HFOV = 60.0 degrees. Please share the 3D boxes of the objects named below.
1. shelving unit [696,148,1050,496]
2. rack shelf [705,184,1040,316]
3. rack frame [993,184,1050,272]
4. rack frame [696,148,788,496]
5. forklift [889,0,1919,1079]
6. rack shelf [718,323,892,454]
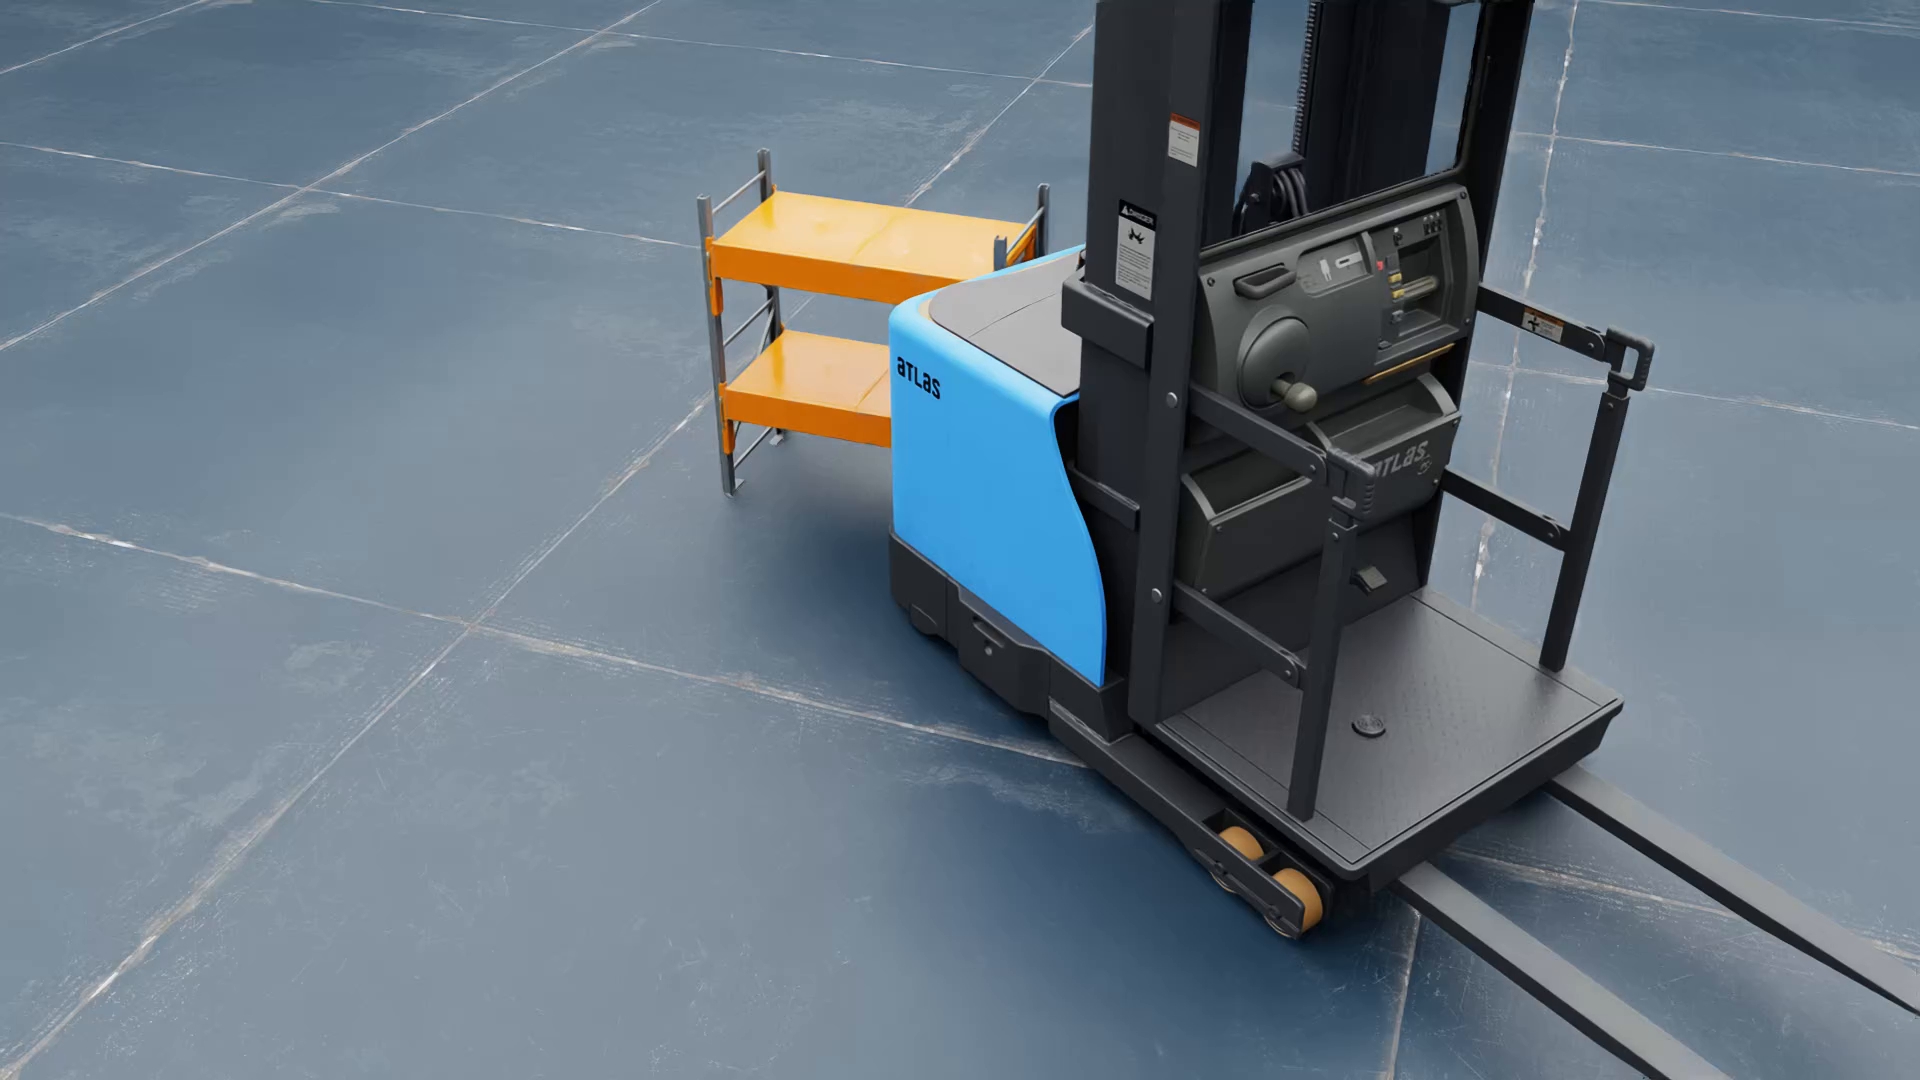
[{"bbox_3d":[-0.279,-0.669,5.749,1.048,1.125,0.538,11,34,16],"label":"shelving unit"},{"bbox_3d":[-0.279,-0.915,5.590,1.000,0.278,0.538,11,34,16],"label":"rack shelf"},{"bbox_3d":[0.201,-0.577,5.606,0.032,1.125,0.500,11,34,16],"label":"rack frame"},{"bbox_3d":[-0.758,-0.761,5.891,0.032,1.125,0.500,11,34,16],"label":"rack frame"},{"bbox_3d":[1.062,-0.536,3.878,1.130,2.935,3.031,-22,39,-30],"label":"forklift"},{"bbox_3d":[-0.279,-0.463,5.881,1.000,0.278,0.538,11,34,16],"label":"rack shelf"}]
